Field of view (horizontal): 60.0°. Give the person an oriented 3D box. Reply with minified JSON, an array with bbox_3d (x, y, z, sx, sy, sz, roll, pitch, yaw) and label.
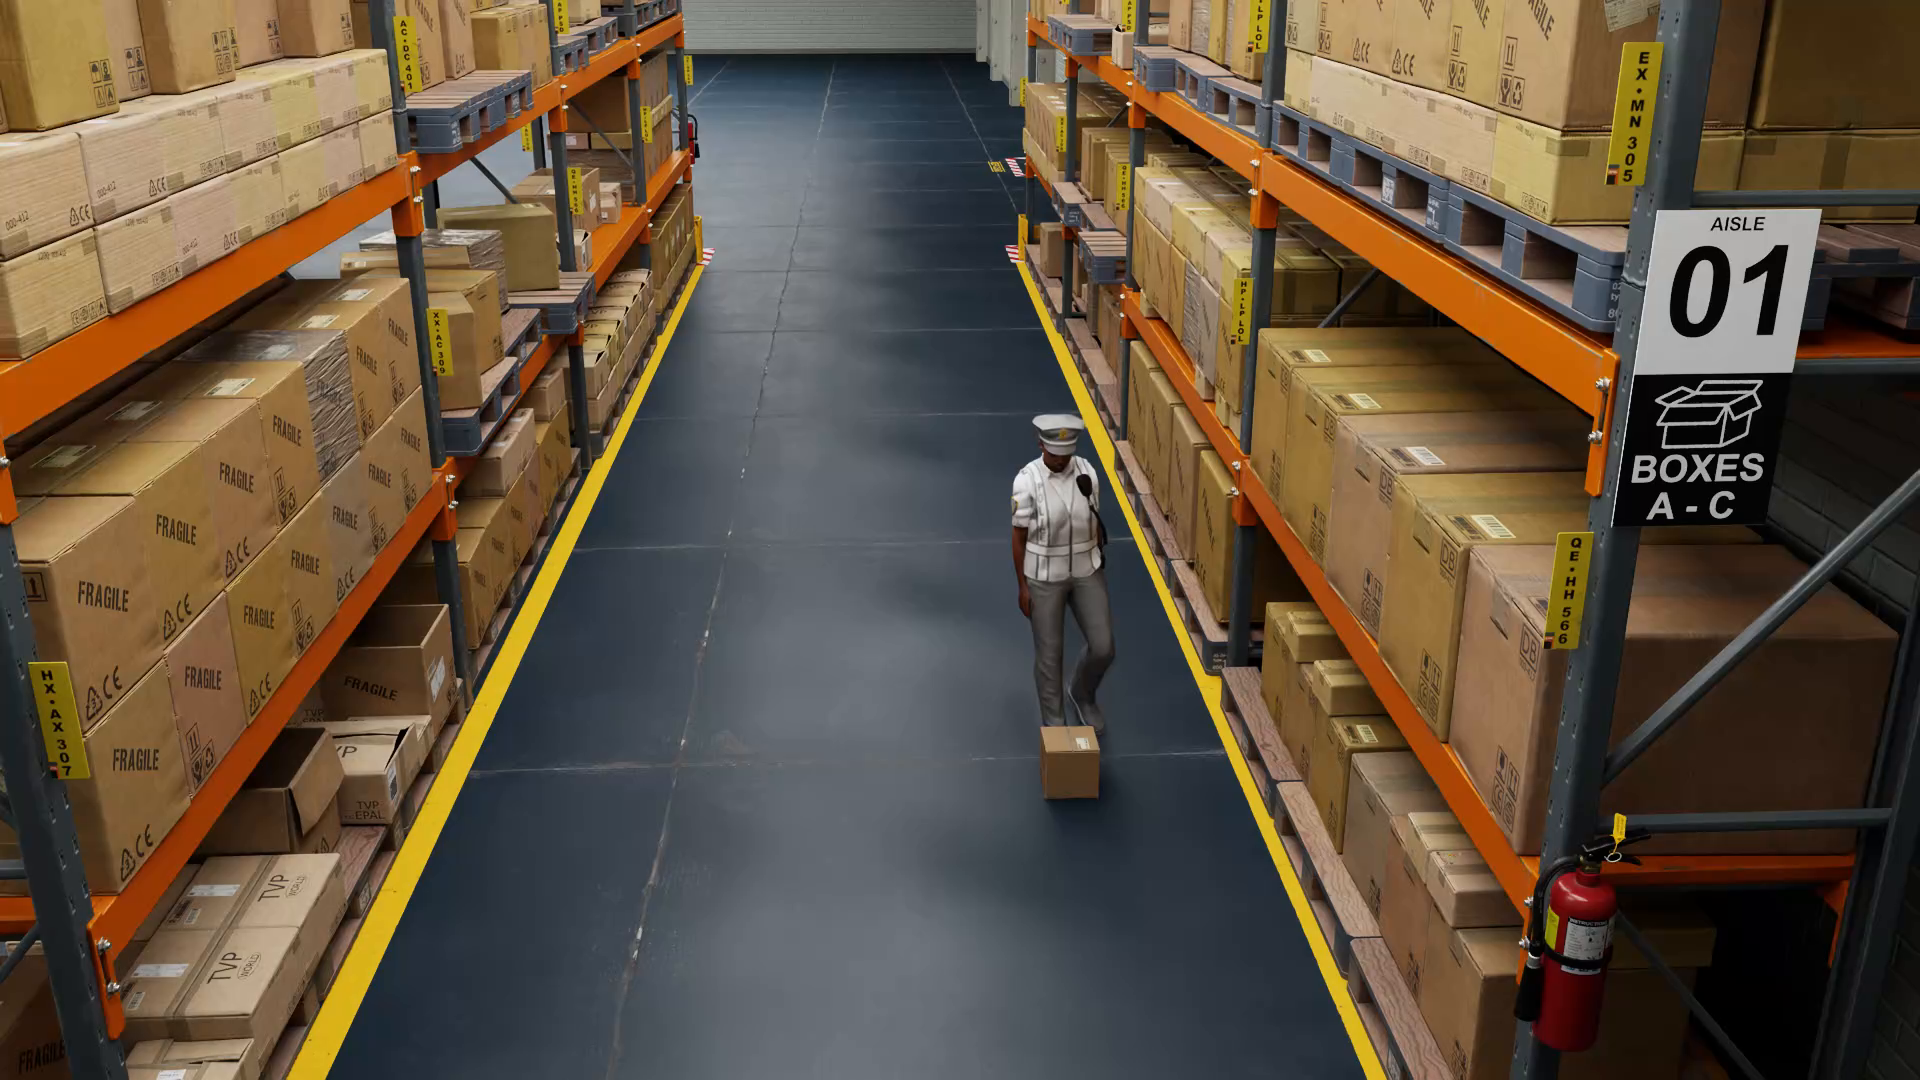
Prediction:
[{"bbox_3d":[0.511,0.219,7.968,0.495,1.682,0.458,-6,21,-15],"label":"person"}]
